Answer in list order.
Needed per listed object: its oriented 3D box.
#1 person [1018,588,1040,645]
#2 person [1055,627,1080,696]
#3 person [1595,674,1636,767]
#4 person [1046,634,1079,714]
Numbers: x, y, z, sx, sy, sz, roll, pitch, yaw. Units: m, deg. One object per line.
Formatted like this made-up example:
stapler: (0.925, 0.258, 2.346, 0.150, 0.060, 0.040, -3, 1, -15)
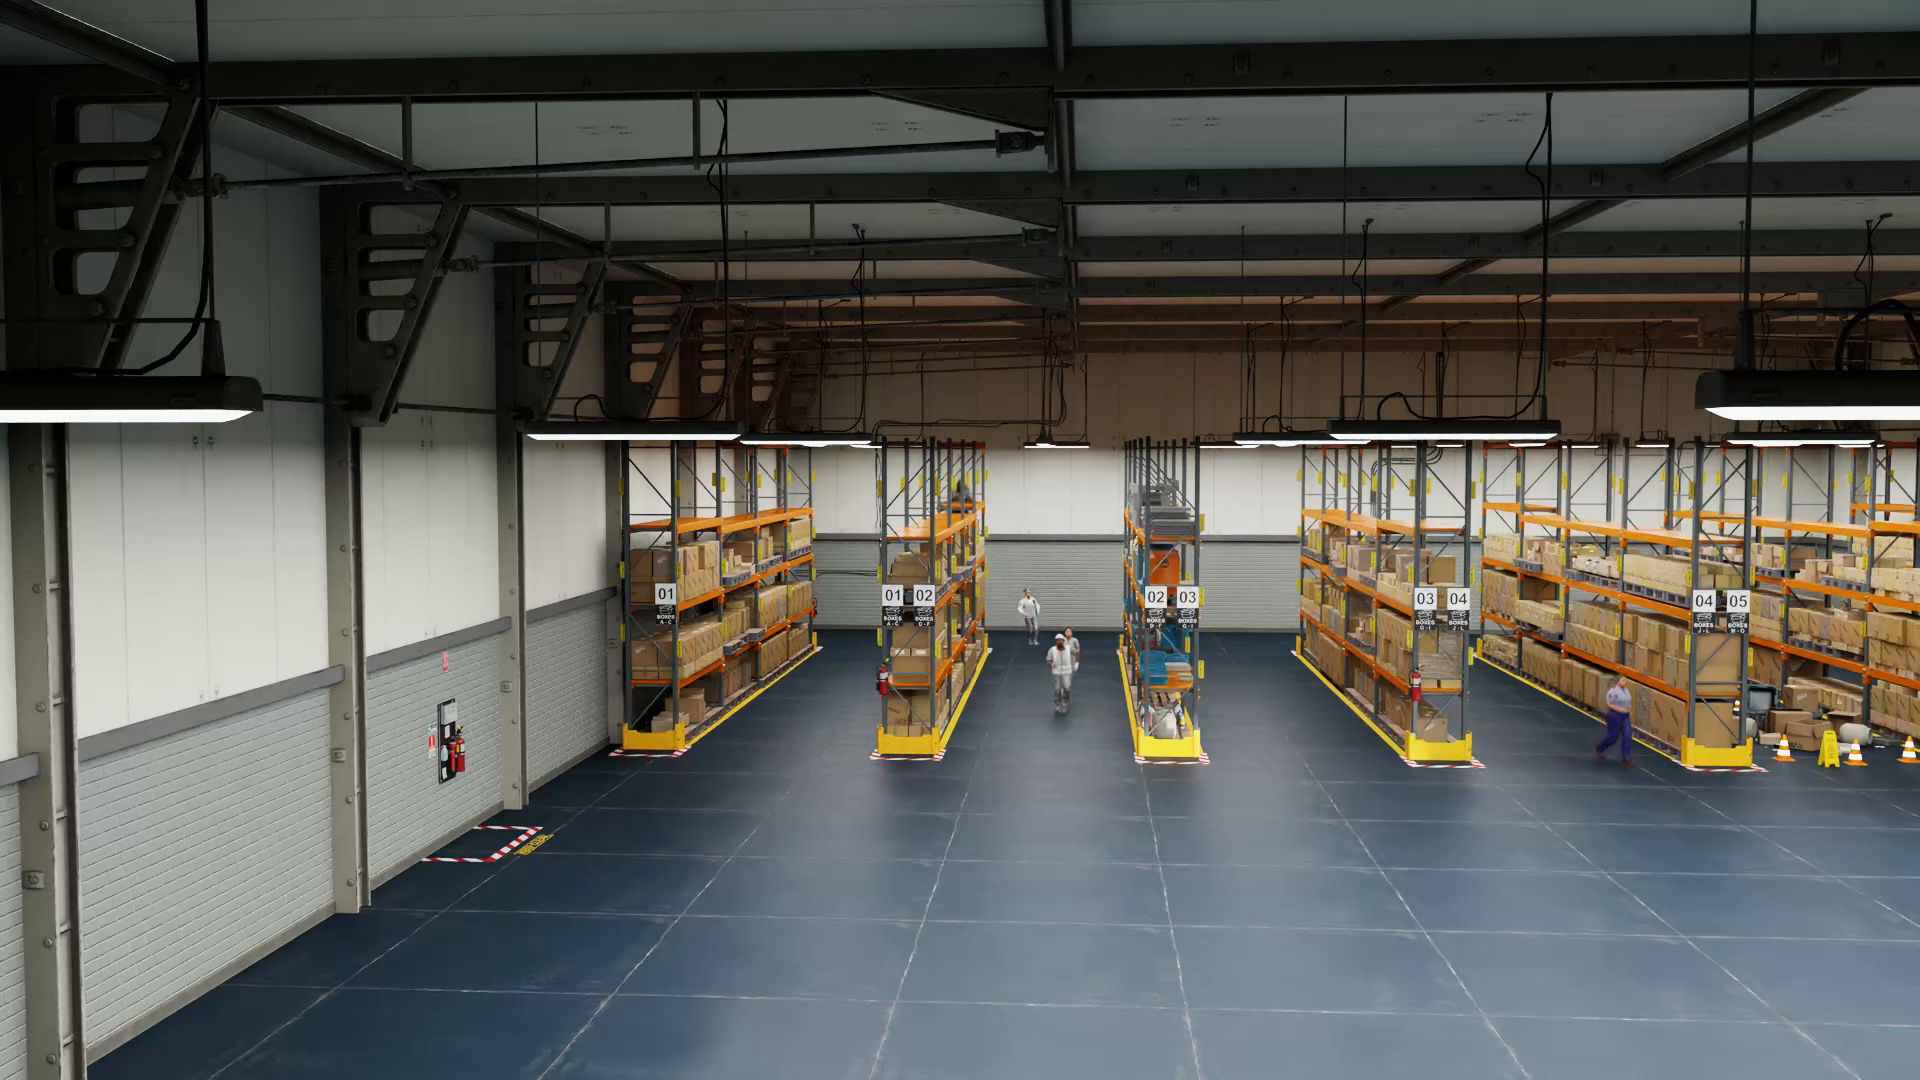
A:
person: (1.957, 2.164, 46.830, 0.656, 1.648, 0.622, -1, 3, -16)
person: (2.506, 2.824, 38.633, 0.560, 1.627, 0.662, 0, 3, 0)
person: (12.039, 3.282, 30.440, 0.628, 1.673, 0.816, -1, 3, -24)
person: (2.224, 2.895, 36.047, 0.700, 1.733, 0.848, 0, 3, 6)
